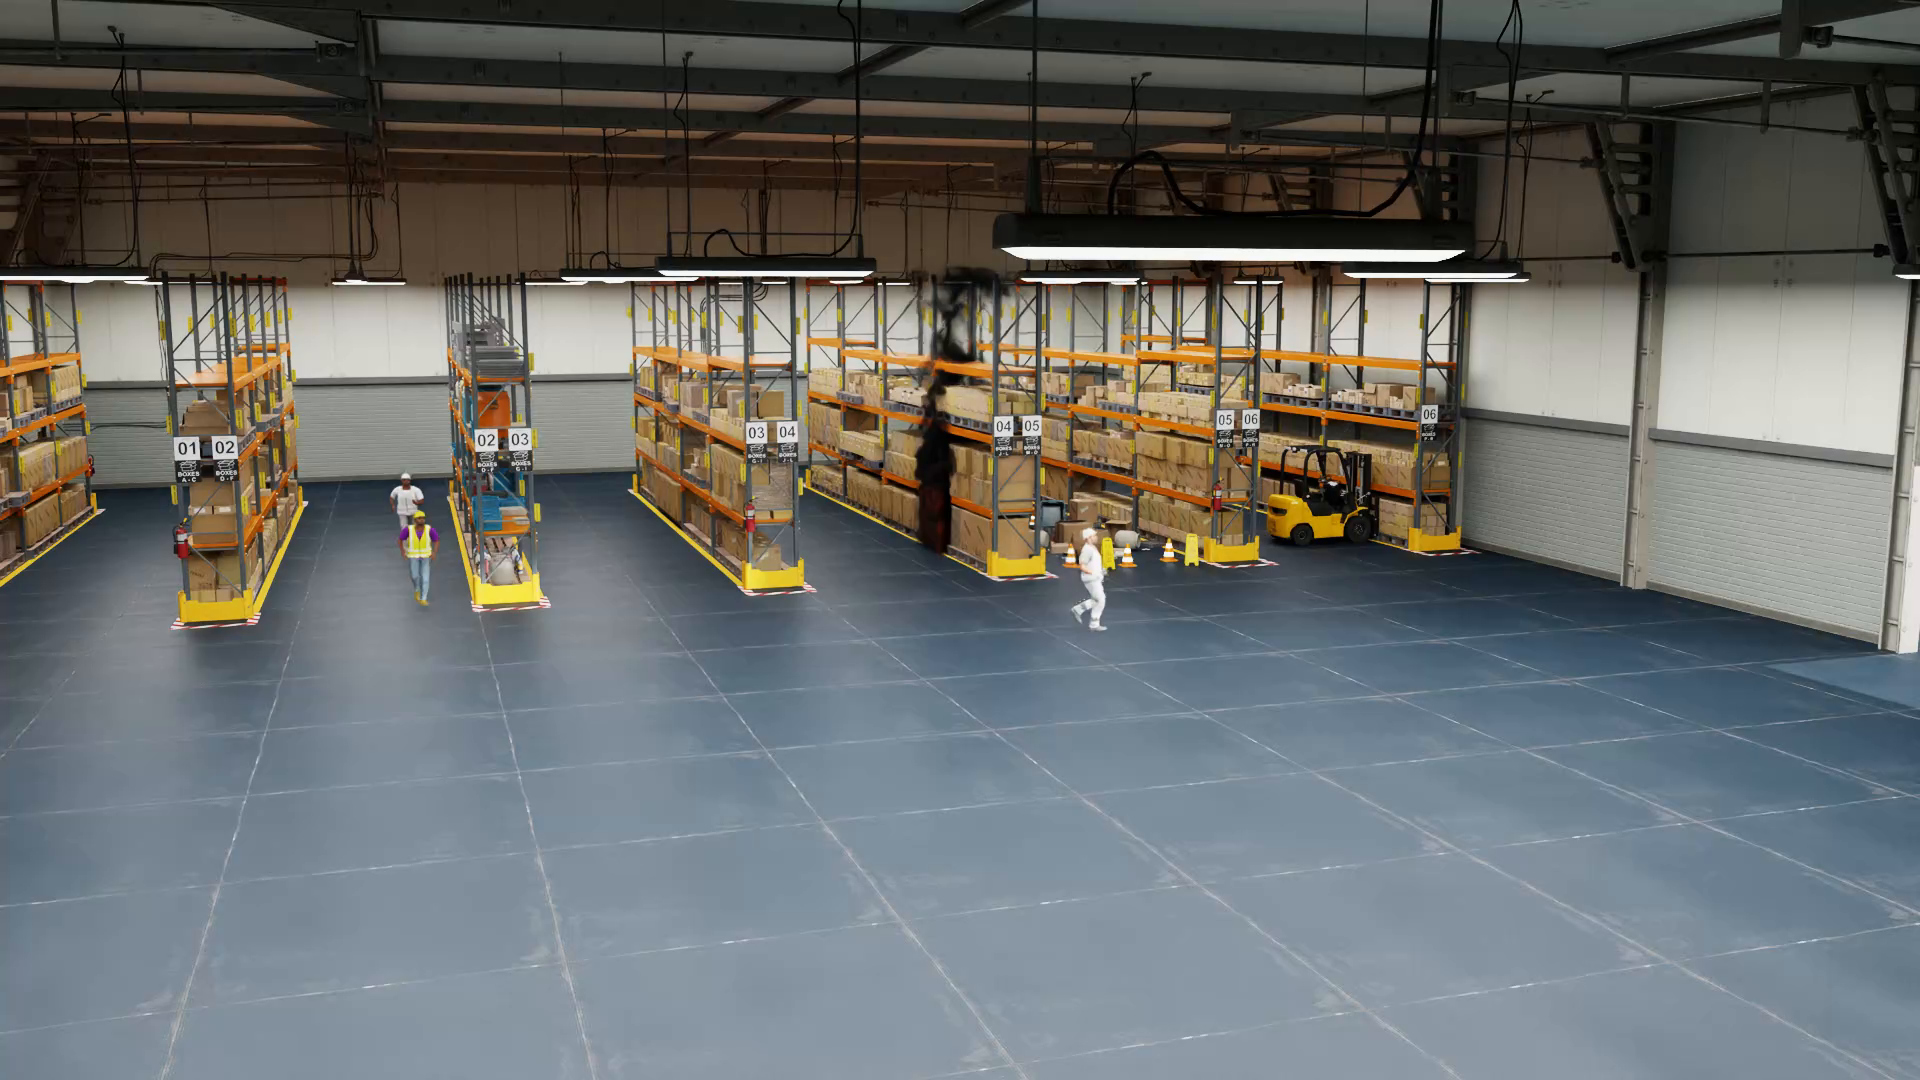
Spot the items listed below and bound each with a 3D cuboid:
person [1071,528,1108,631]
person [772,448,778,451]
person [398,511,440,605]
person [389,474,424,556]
[{"bbox_3d":[2.164,0.666,27.922,0.631,1.738,0.655,2,9,14],"label":"person"},{"bbox_3d":[-5.272,-2.430,48.631,0.702,1.714,0.890,7,11,38],"label":"person"},{"bbox_3d":[-9.801,0.331,30.185,0.728,1.726,0.525,-3,9,-19],"label":"person"},{"bbox_3d":[-11.930,-0.566,35.911,0.710,1.747,0.968,-3,9,-19],"label":"person"}]
